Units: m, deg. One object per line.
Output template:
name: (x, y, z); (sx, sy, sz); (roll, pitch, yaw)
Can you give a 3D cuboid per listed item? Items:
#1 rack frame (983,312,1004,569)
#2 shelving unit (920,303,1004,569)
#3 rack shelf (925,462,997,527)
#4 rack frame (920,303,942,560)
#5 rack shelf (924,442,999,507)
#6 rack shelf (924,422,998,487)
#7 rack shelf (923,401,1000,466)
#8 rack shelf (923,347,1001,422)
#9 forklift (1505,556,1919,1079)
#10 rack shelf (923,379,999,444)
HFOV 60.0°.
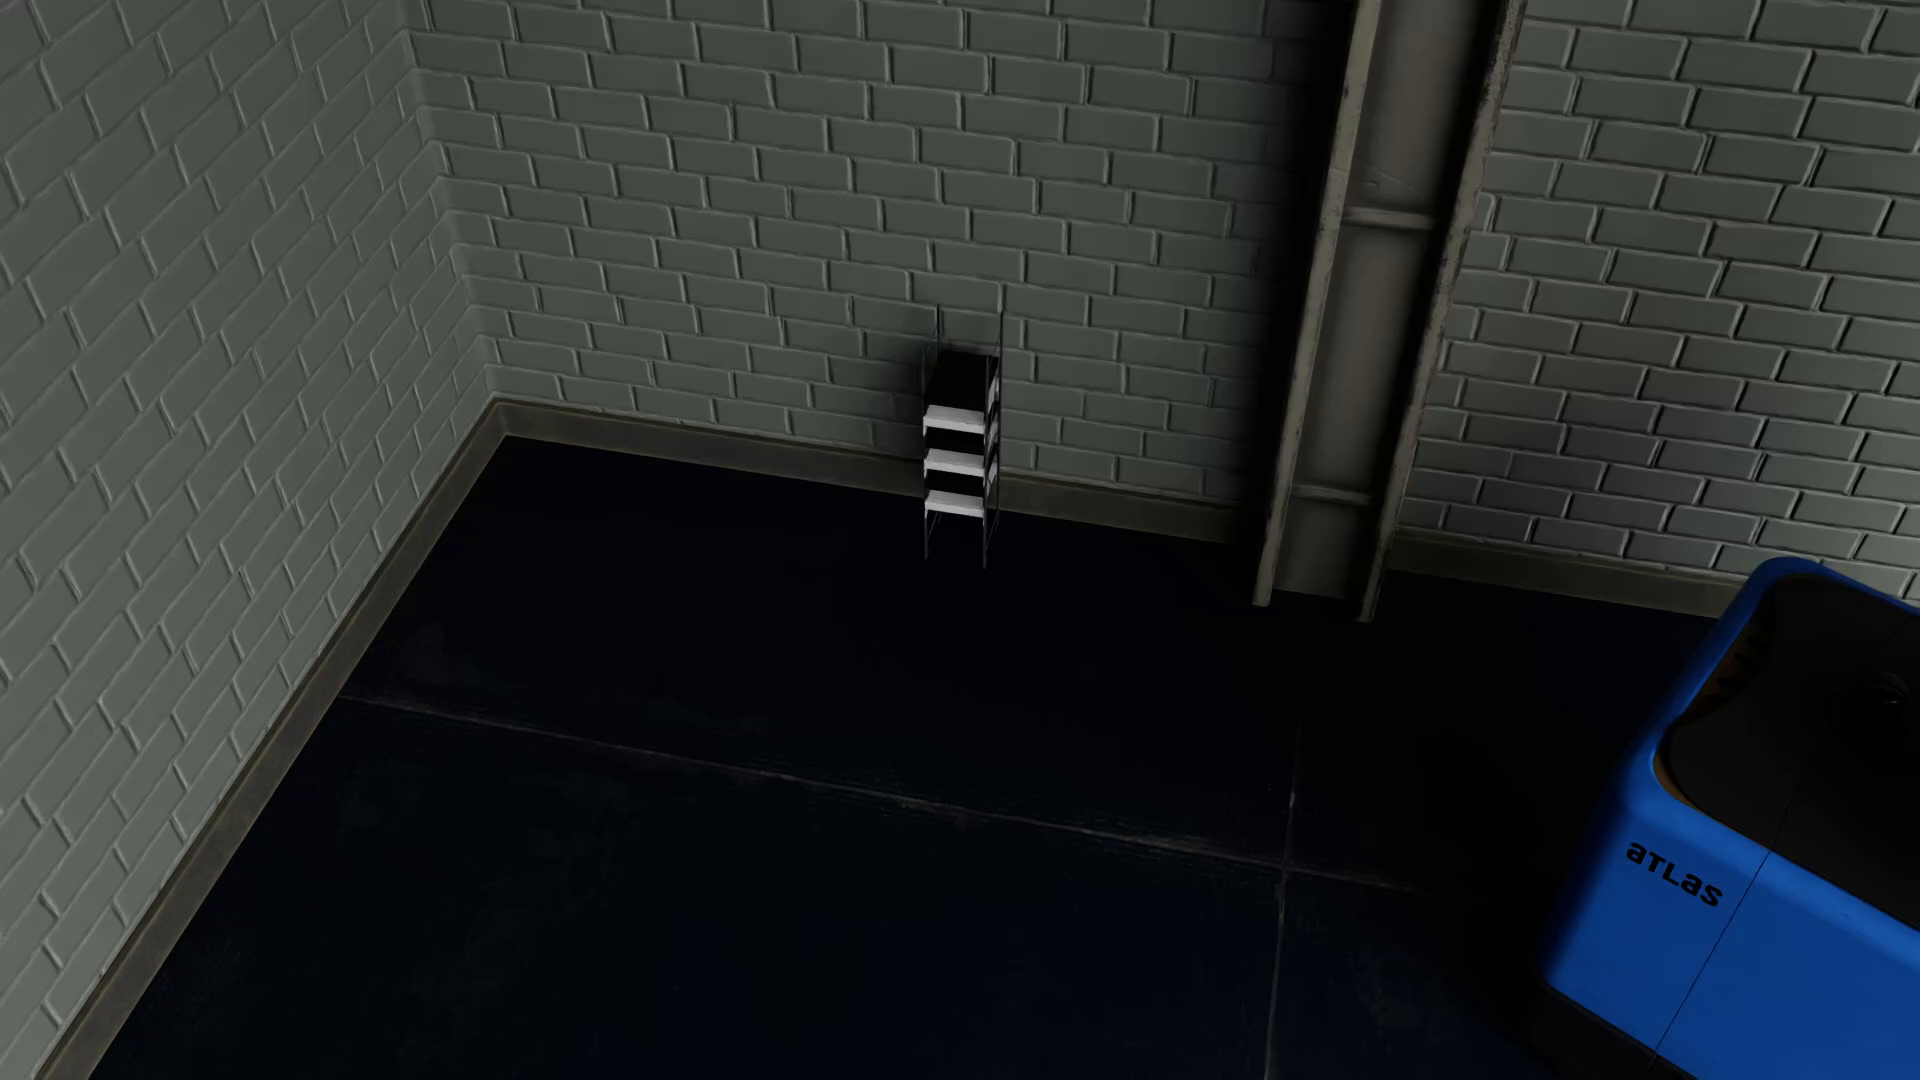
rack frame: (0.107, -0.308, 5.421); (0.006, 0.900, 0.240); (9, 45, 9)
shelving unit: (0.008, -0.323, 5.437); (0.210, 0.900, 0.258); (9, 45, 9)
rack shelf: (0.008, -0.169, 5.585); (0.200, 0.077, 0.258); (9, 45, 9)
rack frame: (-0.091, -0.338, 5.453); (0.006, 0.900, 0.240); (9, 45, 9)
rack shelf: (0.008, -0.234, 5.522); (0.200, 0.077, 0.258); (9, 45, 9)
rack shelf: (0.008, -0.299, 5.460); (0.200, 0.077, 0.258); (9, 45, 9)
rack shelf: (0.008, -0.364, 5.397); (0.200, 0.077, 0.258); (9, 45, 9)
rack shelf: (0.008, -0.493, 5.273); (0.200, 0.077, 0.258); (9, 45, 9)
forklift: (2.880, 0.652, 2.960); (3.031, 2.935, 1.130); (31, 52, 28)
rack shelf: (0.008, -0.429, 5.335); (0.200, 0.077, 0.258); (9, 45, 9)
